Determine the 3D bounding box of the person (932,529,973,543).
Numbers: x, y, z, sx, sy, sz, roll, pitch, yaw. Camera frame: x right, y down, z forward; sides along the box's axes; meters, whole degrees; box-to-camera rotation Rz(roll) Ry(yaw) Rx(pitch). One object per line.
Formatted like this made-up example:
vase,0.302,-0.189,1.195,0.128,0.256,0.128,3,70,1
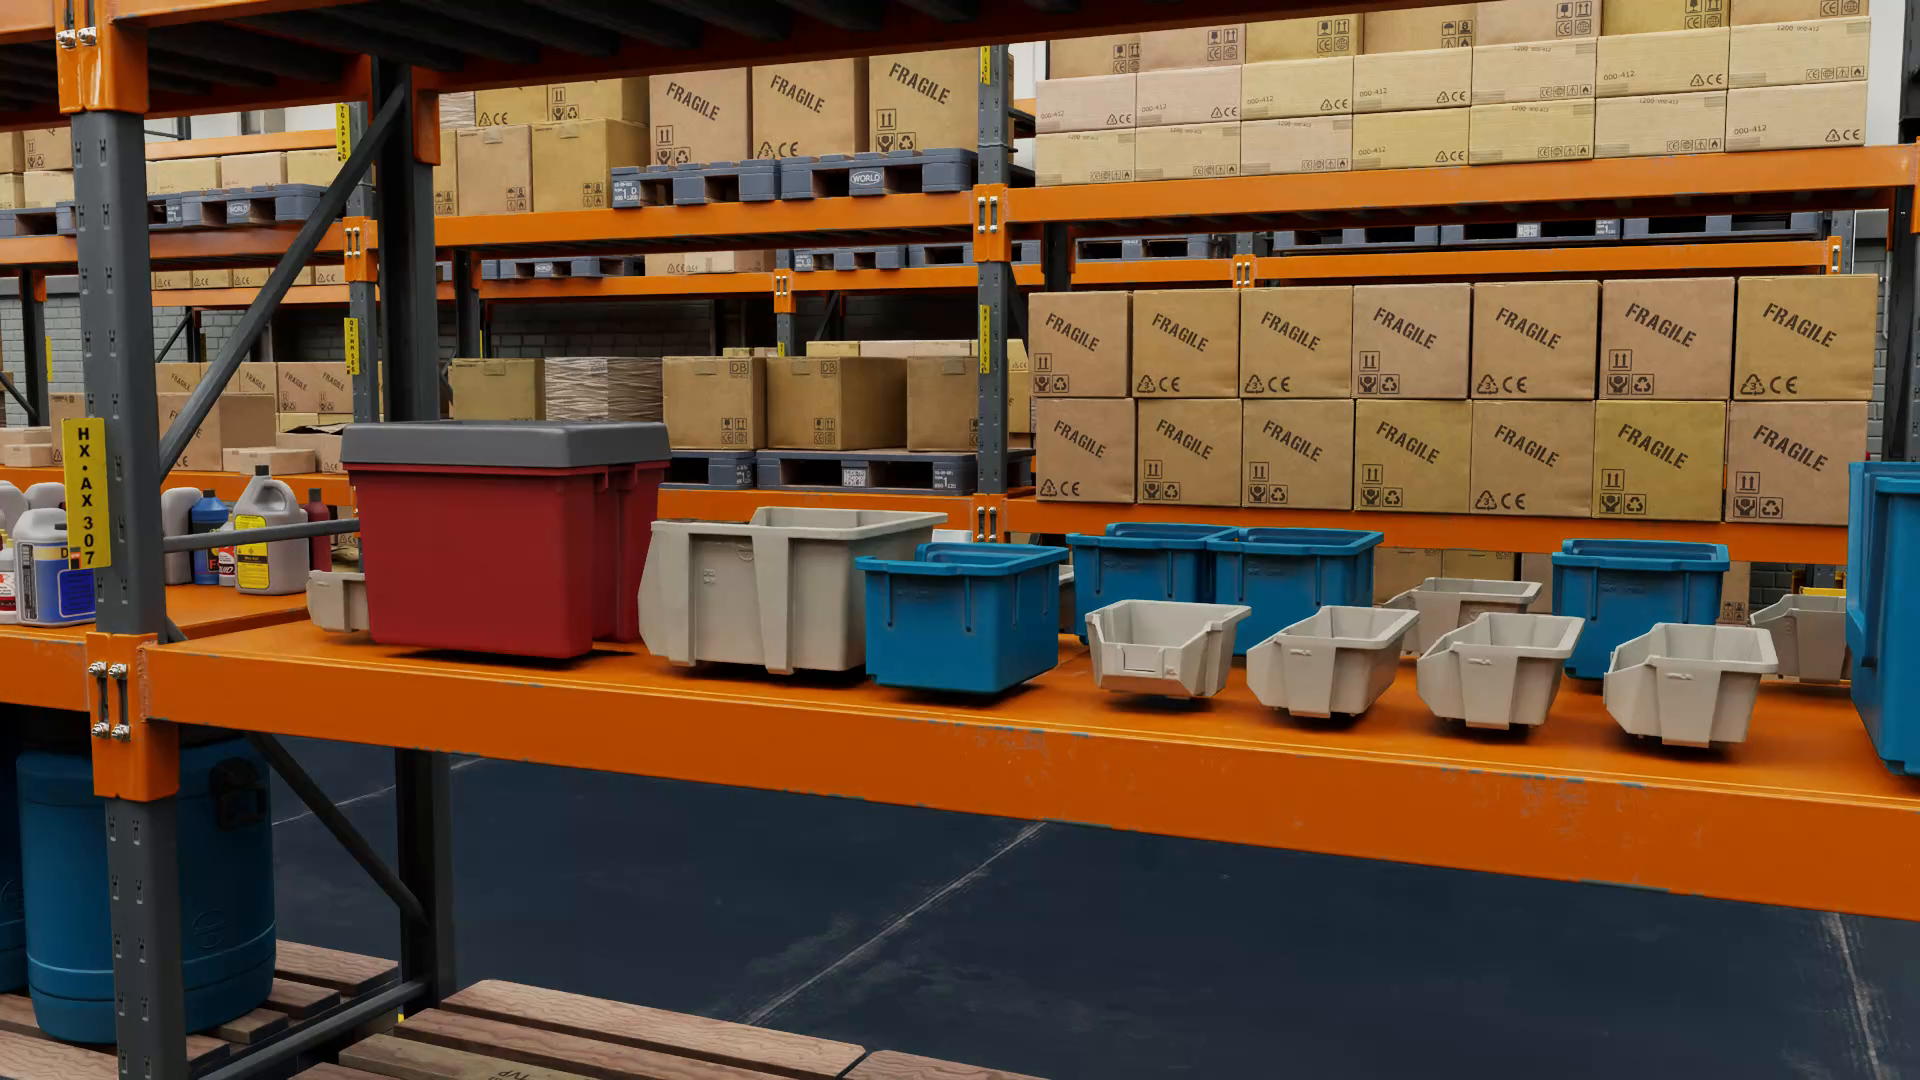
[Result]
person,-0.018,0.061,12.323,0.499,1.287,0.919,2,6,21
